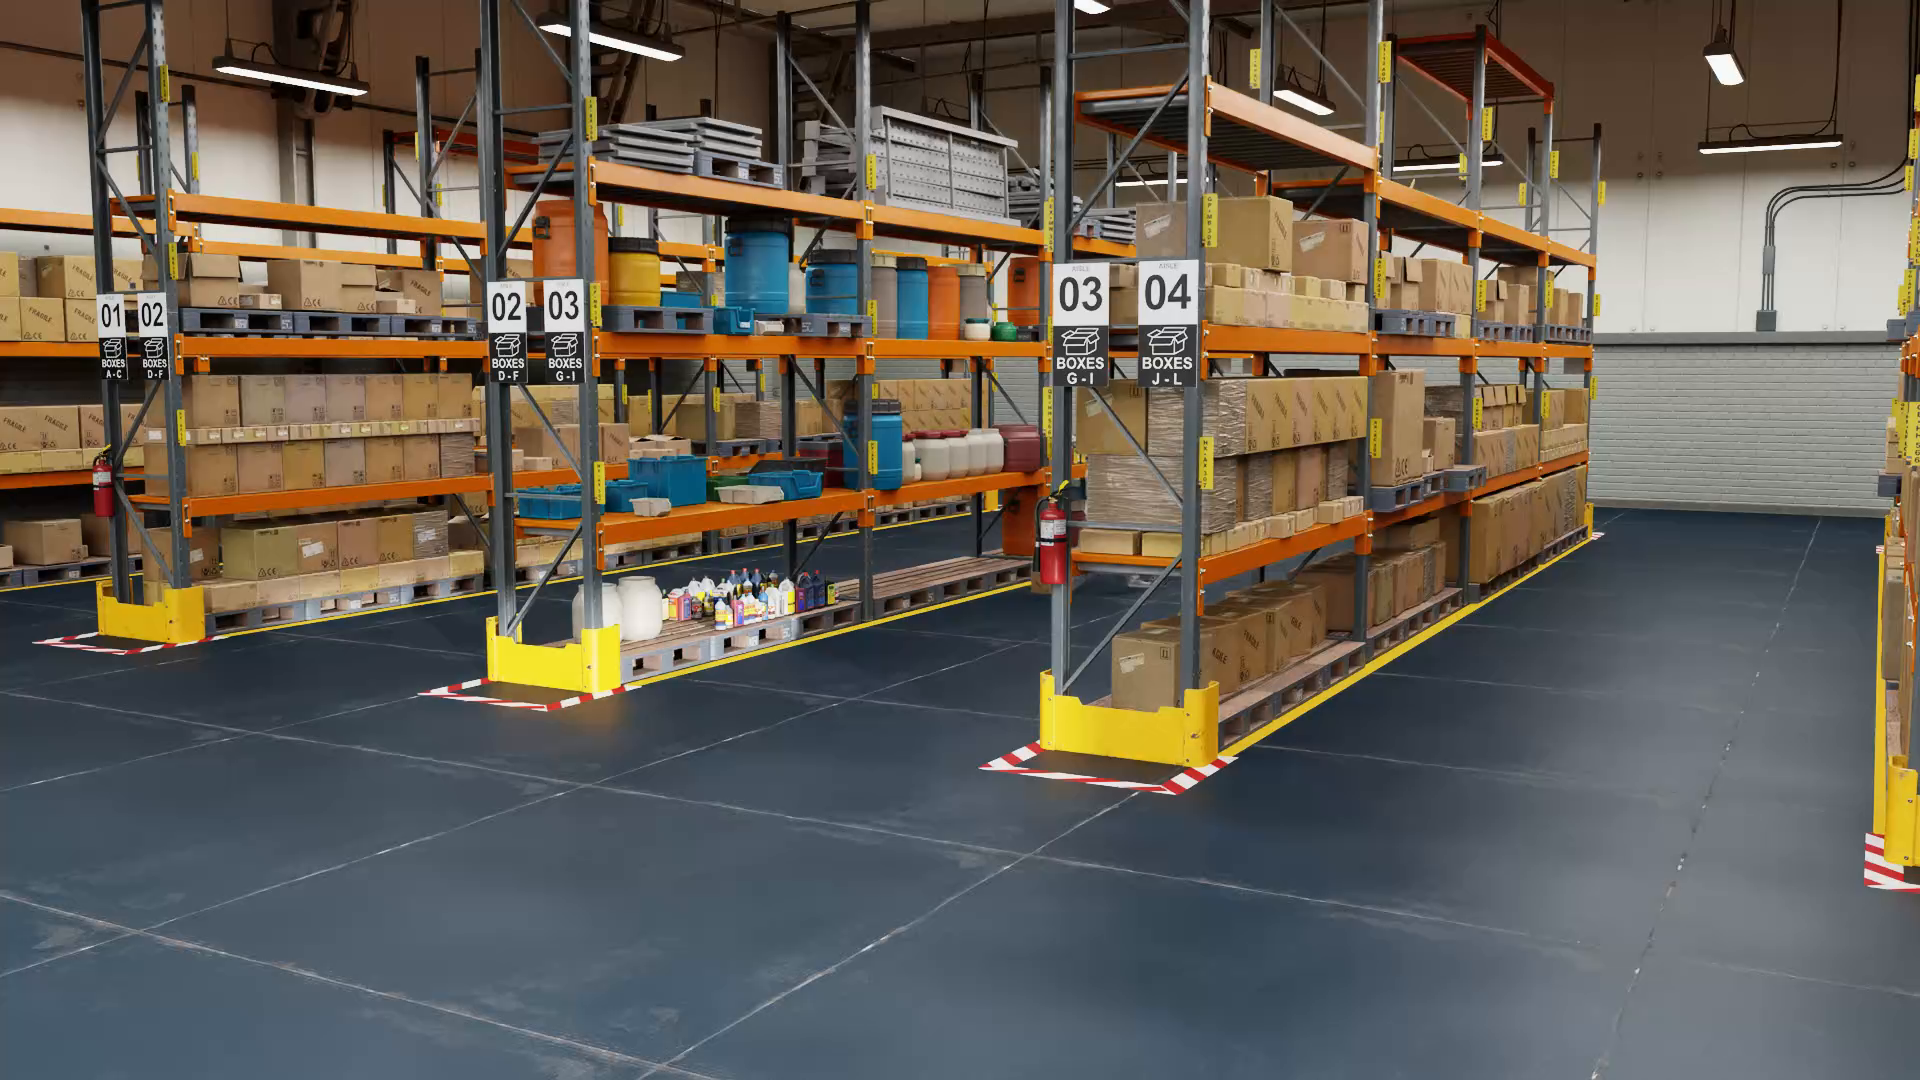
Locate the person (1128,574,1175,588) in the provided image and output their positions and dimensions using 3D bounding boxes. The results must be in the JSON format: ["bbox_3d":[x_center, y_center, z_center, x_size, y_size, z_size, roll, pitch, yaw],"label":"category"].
[{"bbox_3d":[2.214,-0.266,18.850,0.694,1.735,0.486,-3,7,-24],"label":"person"}]
